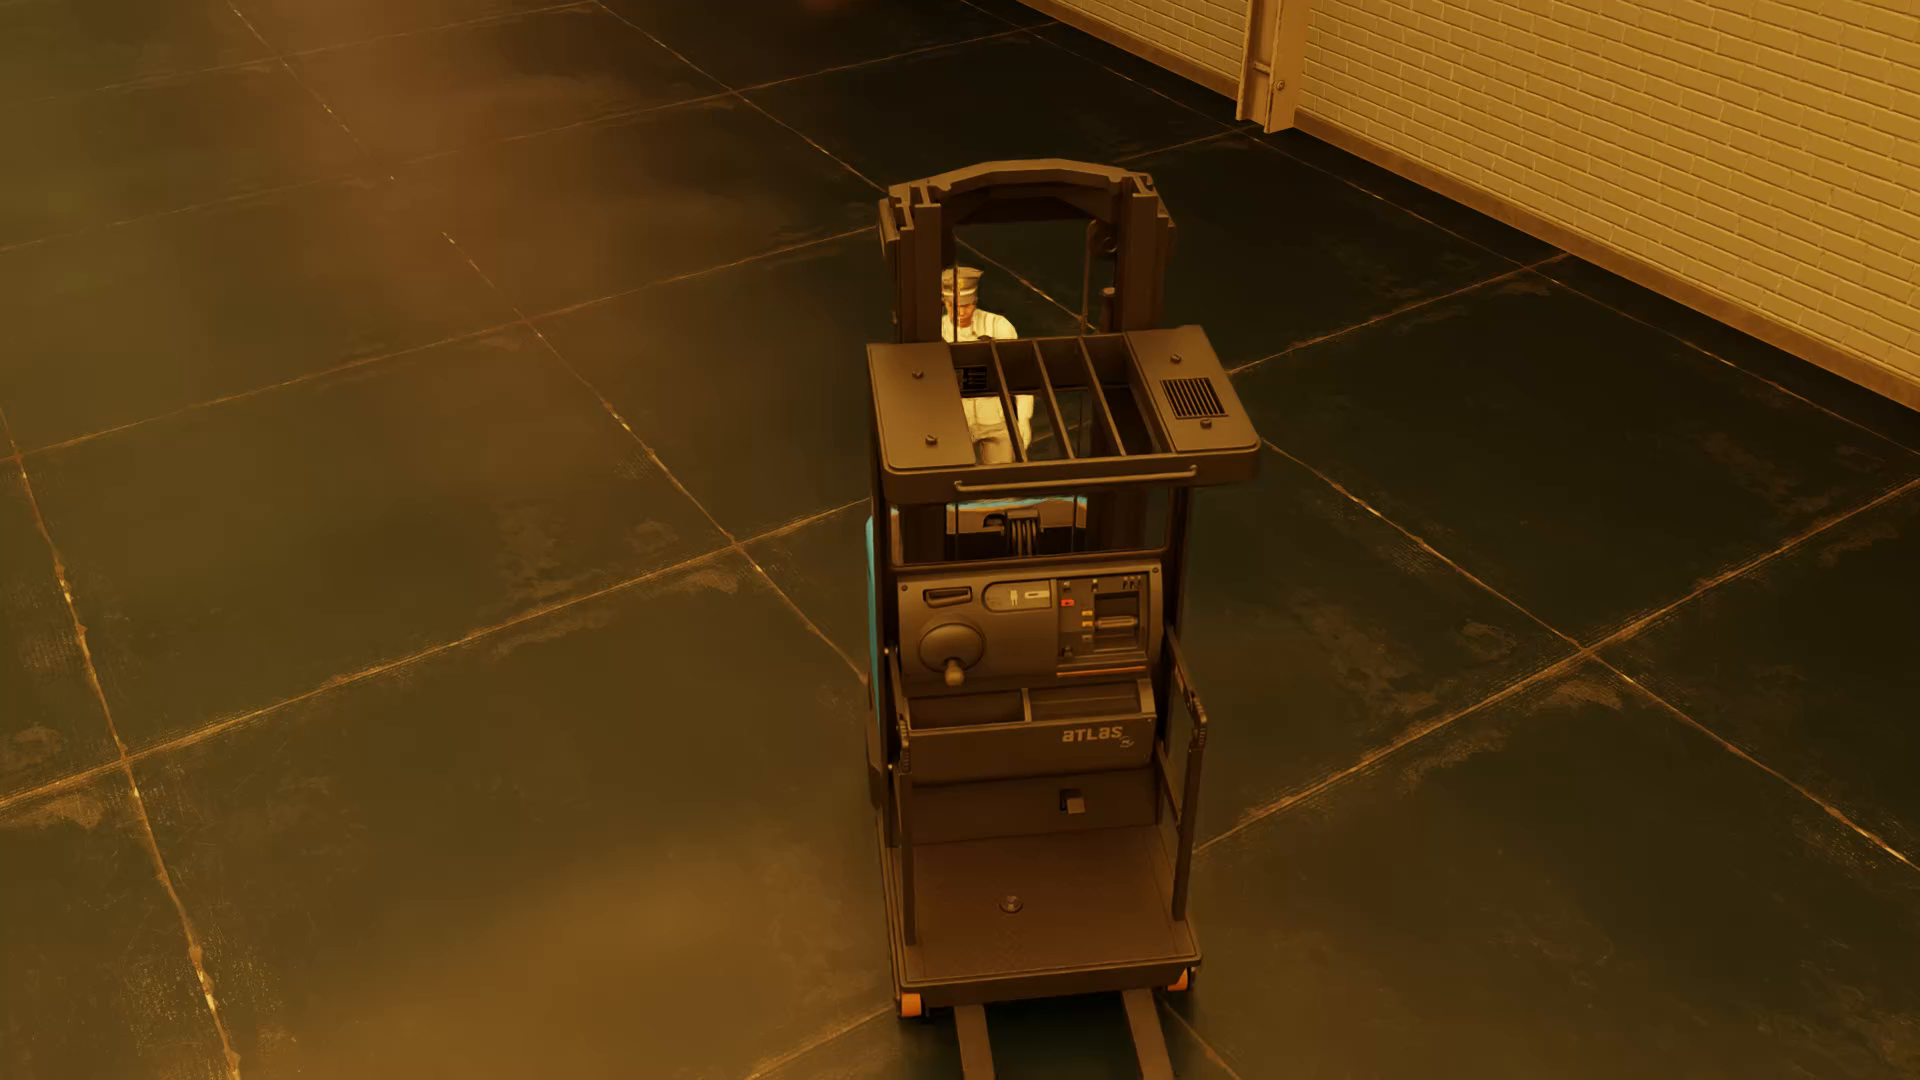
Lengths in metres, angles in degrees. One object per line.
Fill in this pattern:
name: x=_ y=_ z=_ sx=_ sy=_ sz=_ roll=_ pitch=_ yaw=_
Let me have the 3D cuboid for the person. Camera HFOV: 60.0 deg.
person: x=-0.004 y=-0.541 z=8.075 sx=0.714 sy=1.591 sz=0.549 roll=0 pitch=35 yaw=1

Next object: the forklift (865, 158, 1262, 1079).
forklift: x=0.276 y=0.356 z=5.640 sx=1.130 sy=2.935 sz=3.031 roll=-4 pitch=35 yaw=-6
